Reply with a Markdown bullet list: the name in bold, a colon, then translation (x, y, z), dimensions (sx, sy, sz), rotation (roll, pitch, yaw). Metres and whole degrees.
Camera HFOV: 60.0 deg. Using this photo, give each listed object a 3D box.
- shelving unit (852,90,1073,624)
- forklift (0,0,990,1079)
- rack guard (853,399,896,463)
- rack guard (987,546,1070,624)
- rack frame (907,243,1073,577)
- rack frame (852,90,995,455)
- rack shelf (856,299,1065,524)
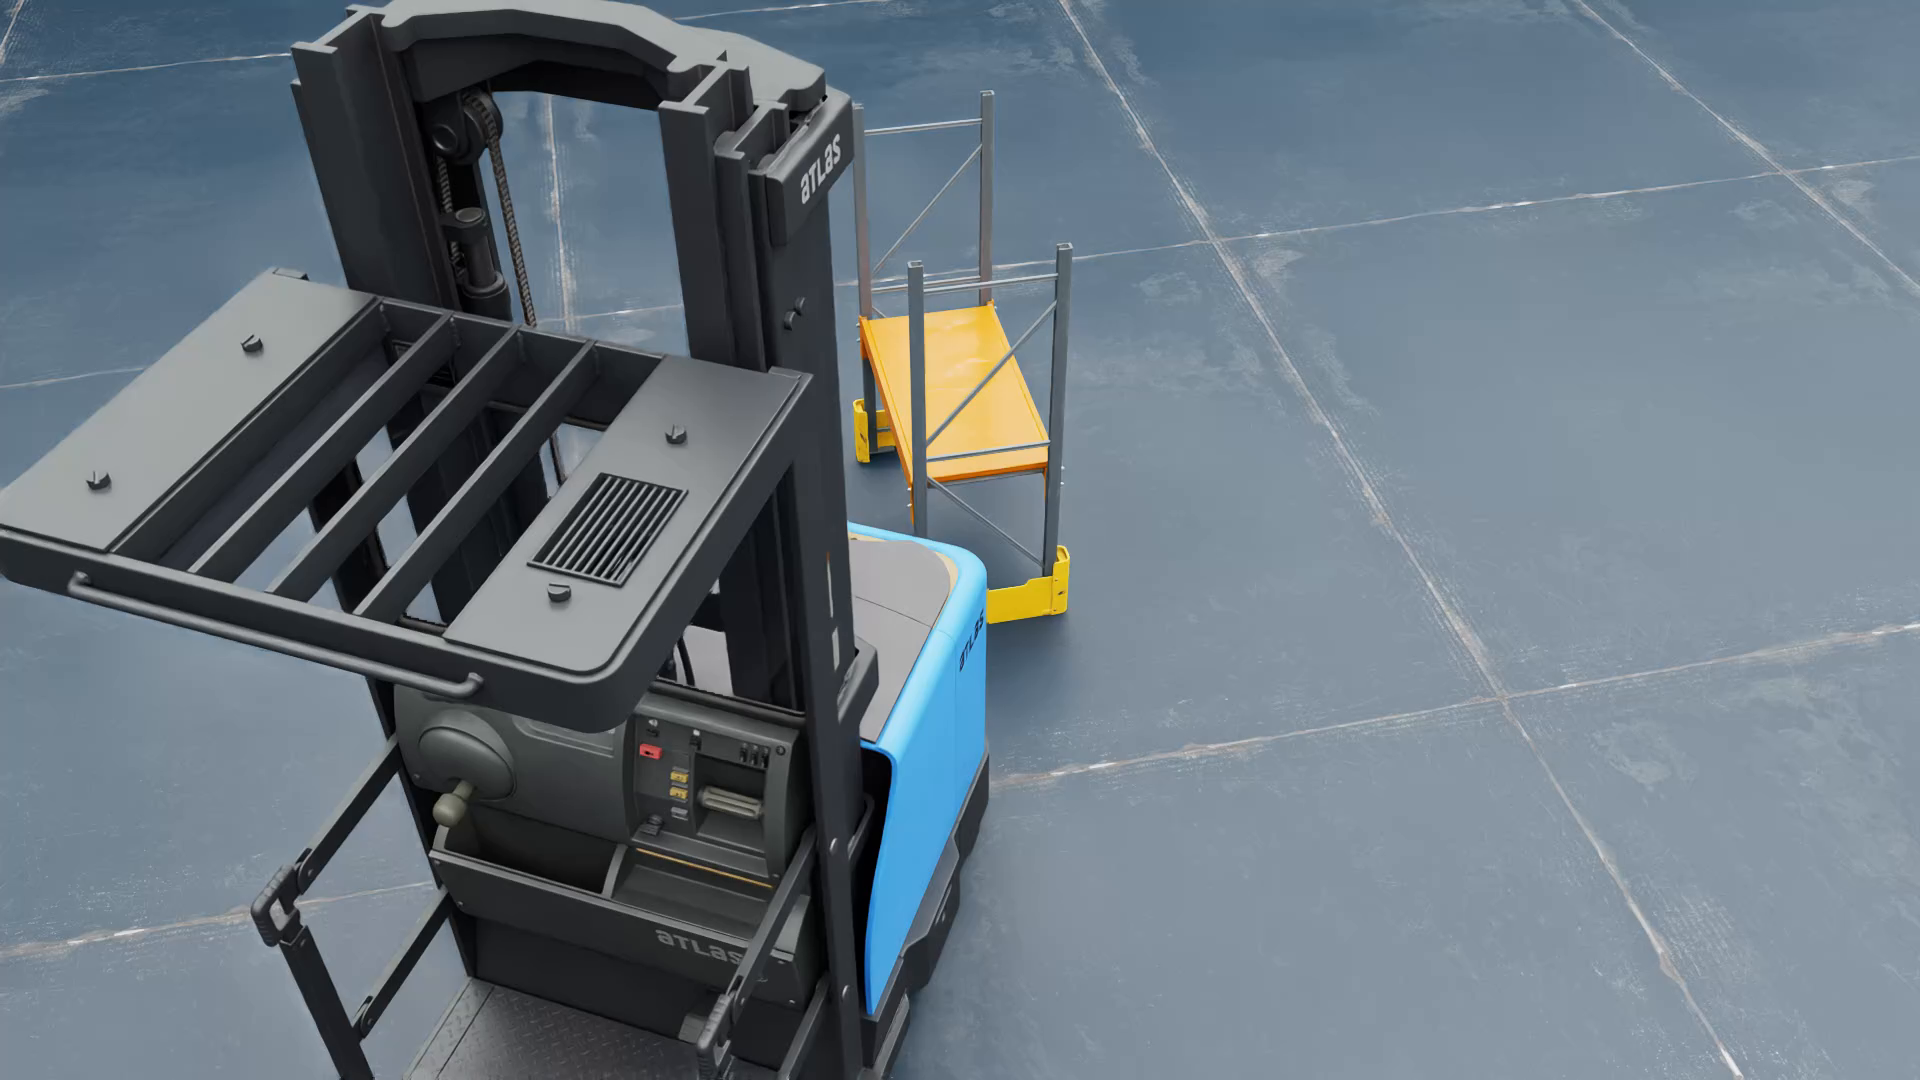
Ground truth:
- **shelving unit**: translation (-0.016, -0.610, 5.808), dimensions (0.587, 1.500, 1.083), rotation (-8, 42, -9)
- **forklift**: translation (-0.855, 0.561, 3.410), dimensions (1.130, 2.935, 3.031), rotation (12, 43, 14)
- **rack guard**: translation (-0.124, -0.466, 6.586), dimensions (0.587, 0.250, 0.087), rotation (-8, 42, -9)
- **rack guard**: translation (0.091, 0.180, 5.859), dimensions (0.587, 0.250, 0.087), rotation (-8, 42, -9)
- **rack frame**: translation (0.091, -0.287, 5.443), dimensions (0.500, 1.500, 0.032), rotation (-8, 42, -9)
- **rack frame**: translation (-0.128, -0.946, 6.186), dimensions (0.500, 1.500, 0.032), rotation (-8, 42, -9)
- **rack shelf**: translation (-0.018, -0.482, 5.934), dimensions (0.538, 0.185, 1.000), rotation (-8, 42, -9)
